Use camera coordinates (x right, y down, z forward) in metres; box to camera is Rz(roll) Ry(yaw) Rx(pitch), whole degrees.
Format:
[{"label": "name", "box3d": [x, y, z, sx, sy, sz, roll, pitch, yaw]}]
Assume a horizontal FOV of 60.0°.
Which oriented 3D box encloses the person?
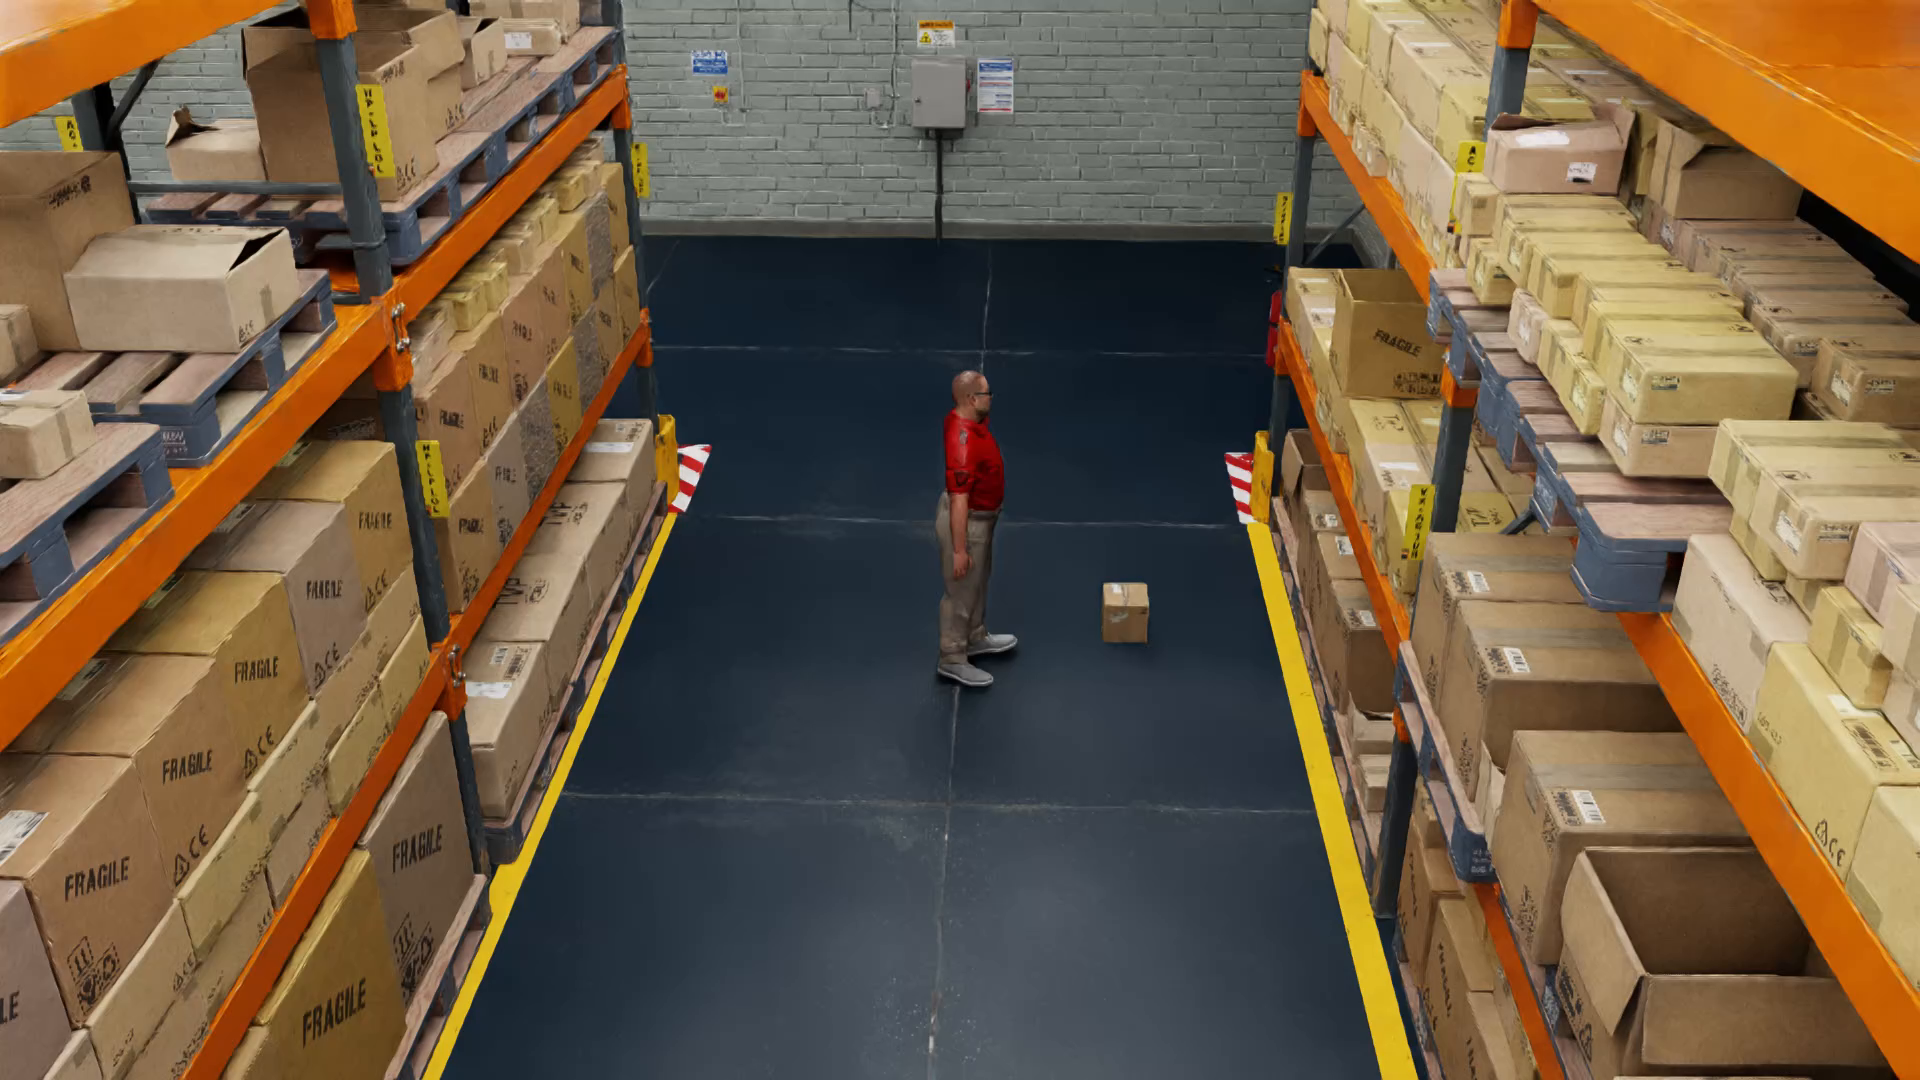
[{"label": "person", "box3d": [0.092, -0.073, 8.736, 0.449, 1.730, 0.640, 0, 28, 1]}]
